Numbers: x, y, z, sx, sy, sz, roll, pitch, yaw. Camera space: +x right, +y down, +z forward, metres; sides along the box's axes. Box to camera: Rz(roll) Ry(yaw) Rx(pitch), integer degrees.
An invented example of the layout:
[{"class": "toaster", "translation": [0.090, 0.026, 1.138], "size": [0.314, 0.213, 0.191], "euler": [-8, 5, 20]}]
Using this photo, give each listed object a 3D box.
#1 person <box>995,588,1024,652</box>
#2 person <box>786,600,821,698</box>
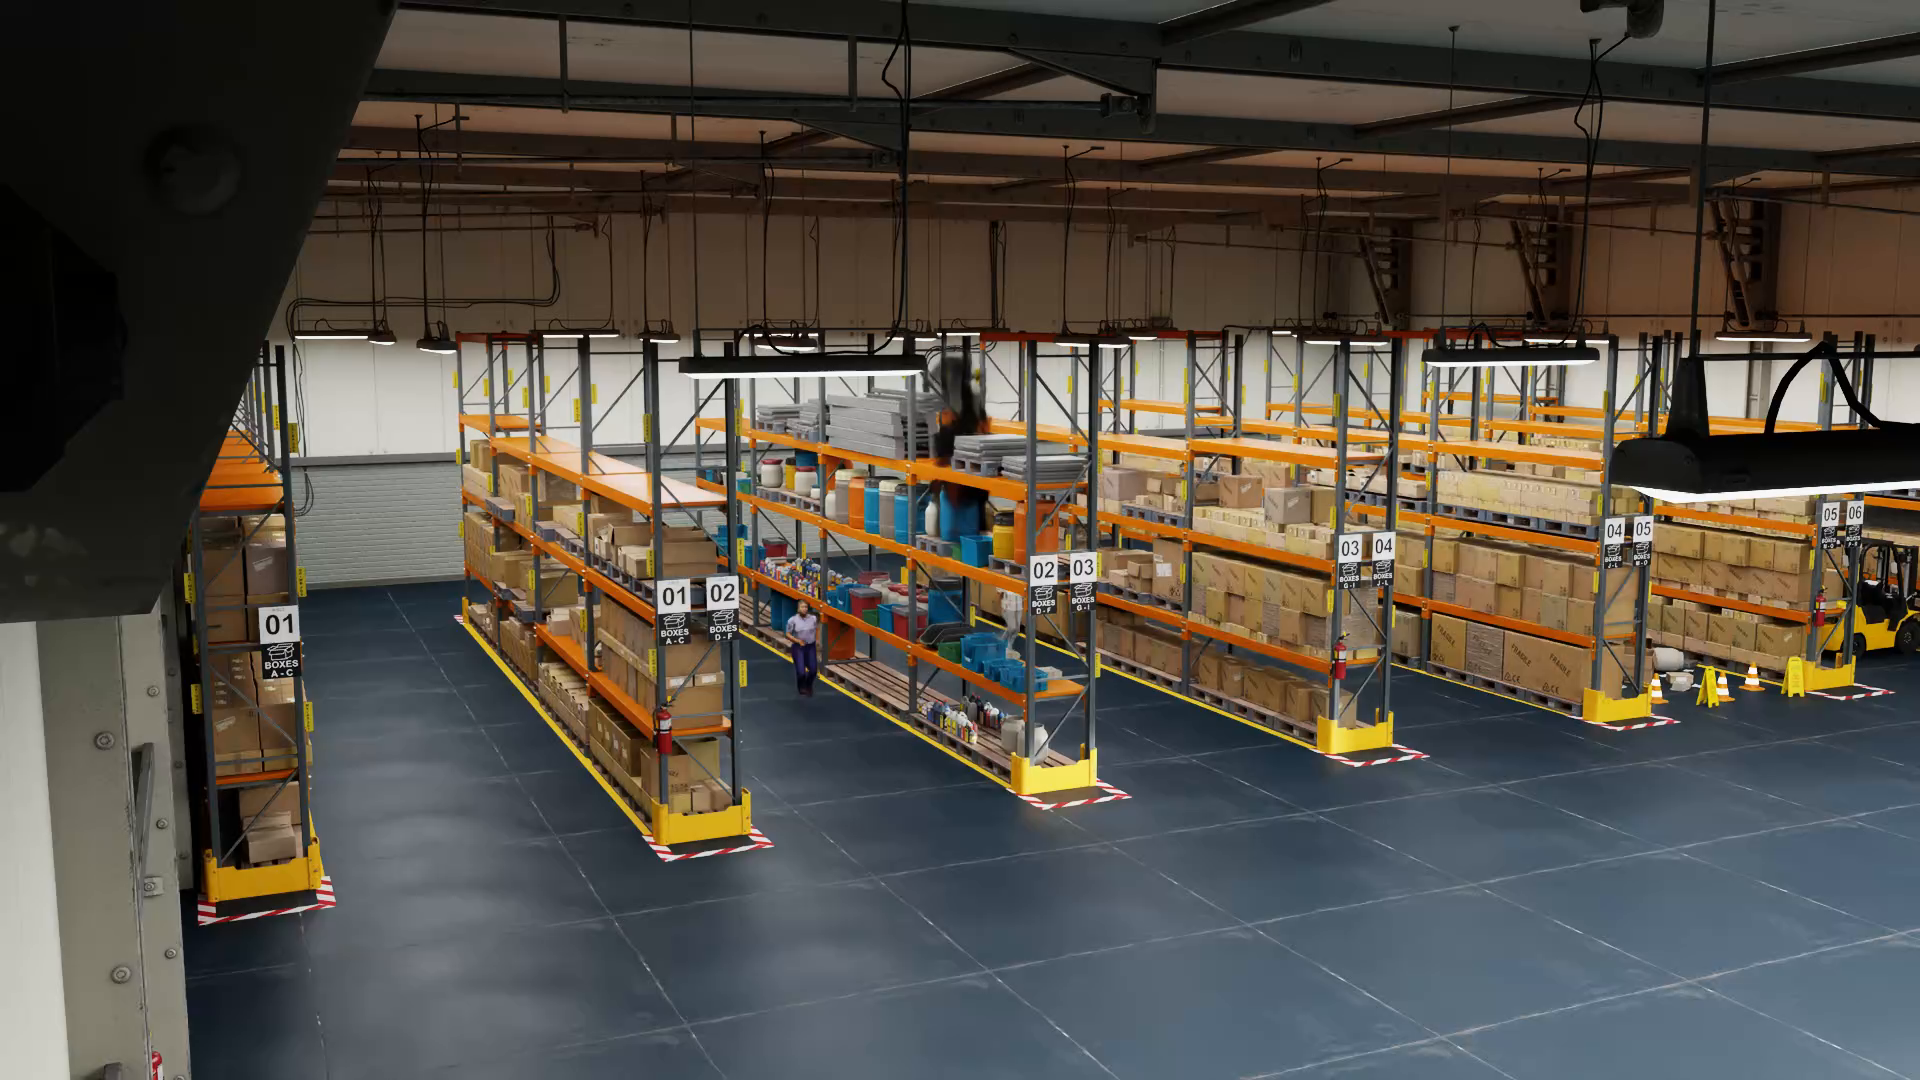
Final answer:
[{"class": "person", "translation": [1.020, 1.318, 31.212], "size": [0.586, 1.633, 0.583], "euler": [-3, 8, -24]}, {"class": "person", "translation": [-2.479, 1.768, 26.616], "size": [0.600, 1.609, 0.526], "euler": [-3, 8, -18]}]
